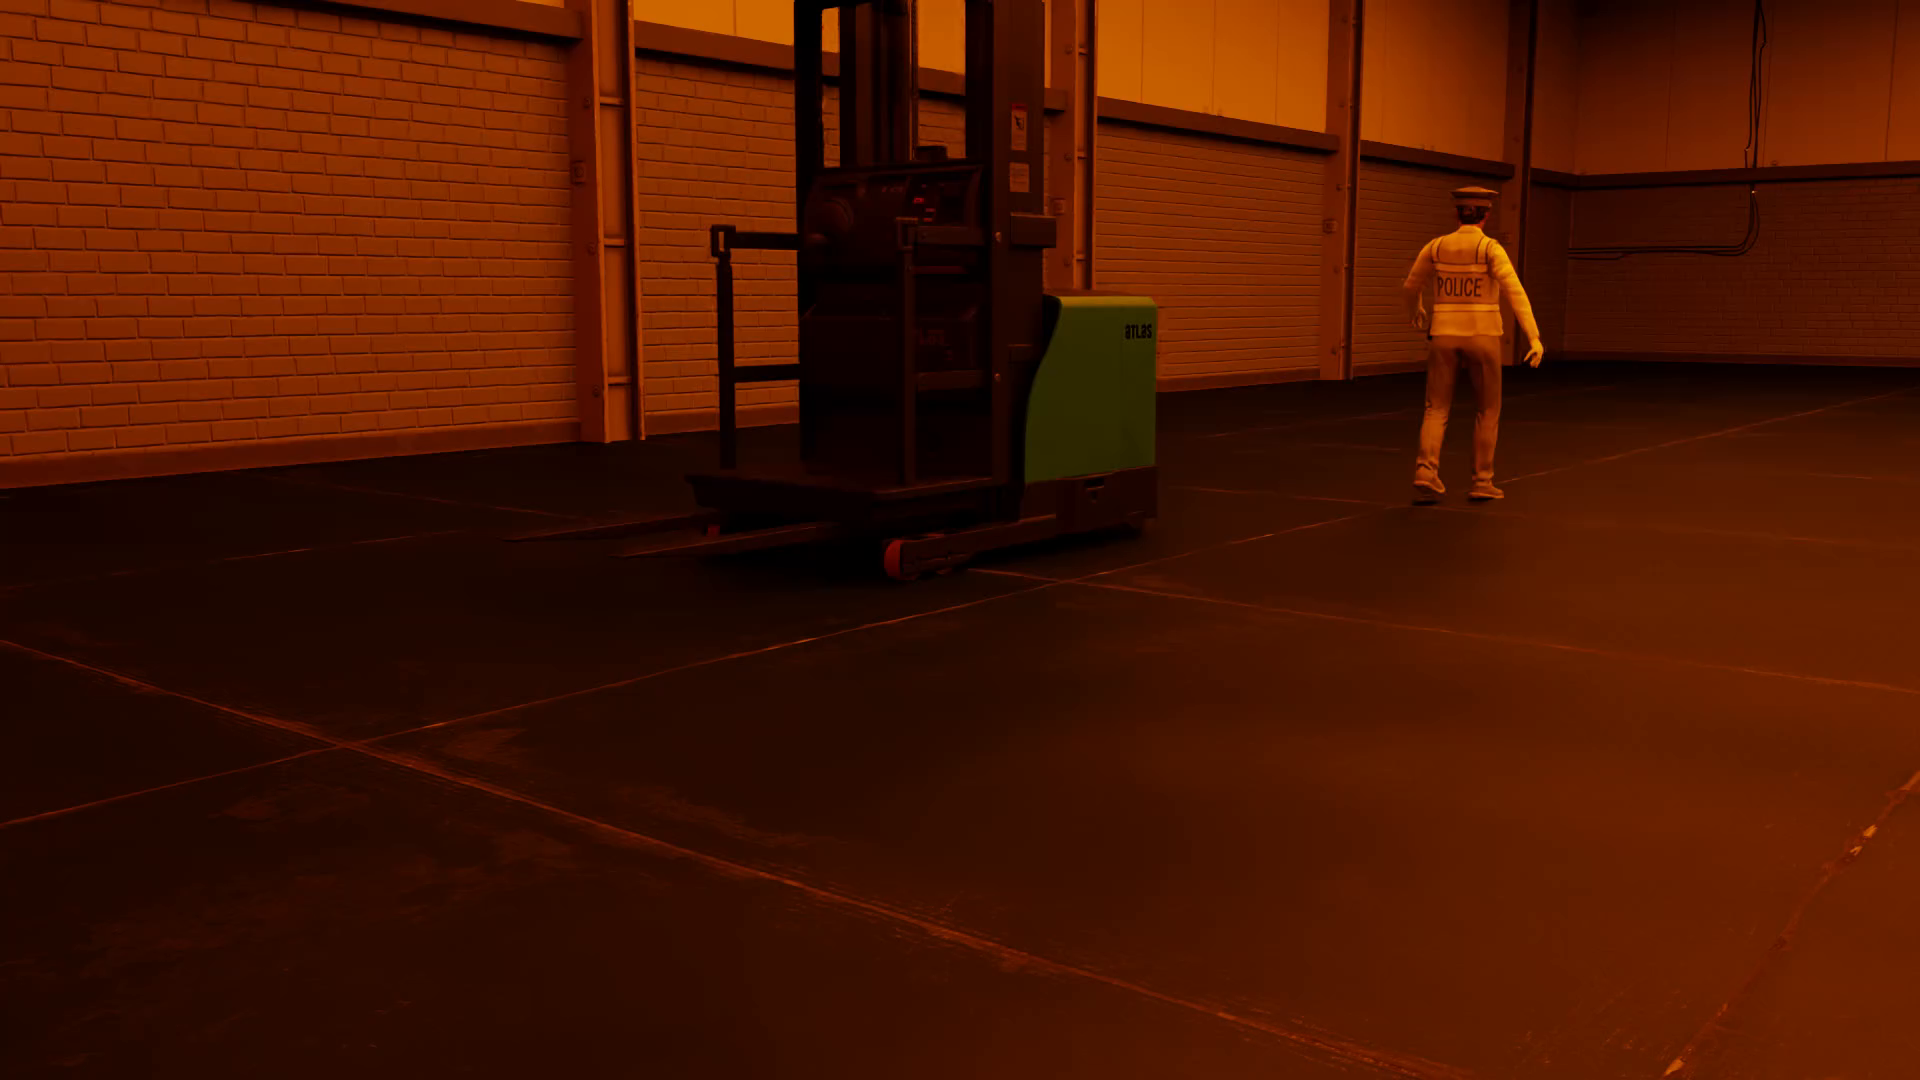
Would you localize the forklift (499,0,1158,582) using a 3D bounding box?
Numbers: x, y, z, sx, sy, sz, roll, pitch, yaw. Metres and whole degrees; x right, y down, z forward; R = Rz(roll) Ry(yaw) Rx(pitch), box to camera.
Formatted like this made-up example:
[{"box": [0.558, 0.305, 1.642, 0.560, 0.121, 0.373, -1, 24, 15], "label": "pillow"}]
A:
[{"box": [-0.416, -1.372, 6.661, 1.130, 2.935, 3.031, 7, 11, 39], "label": "forklift"}]

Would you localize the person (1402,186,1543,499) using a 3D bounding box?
[{"box": [2.678, -1.021, 8.746, 0.855, 1.650, 0.710, 6, 10, 35], "label": "person"}]
